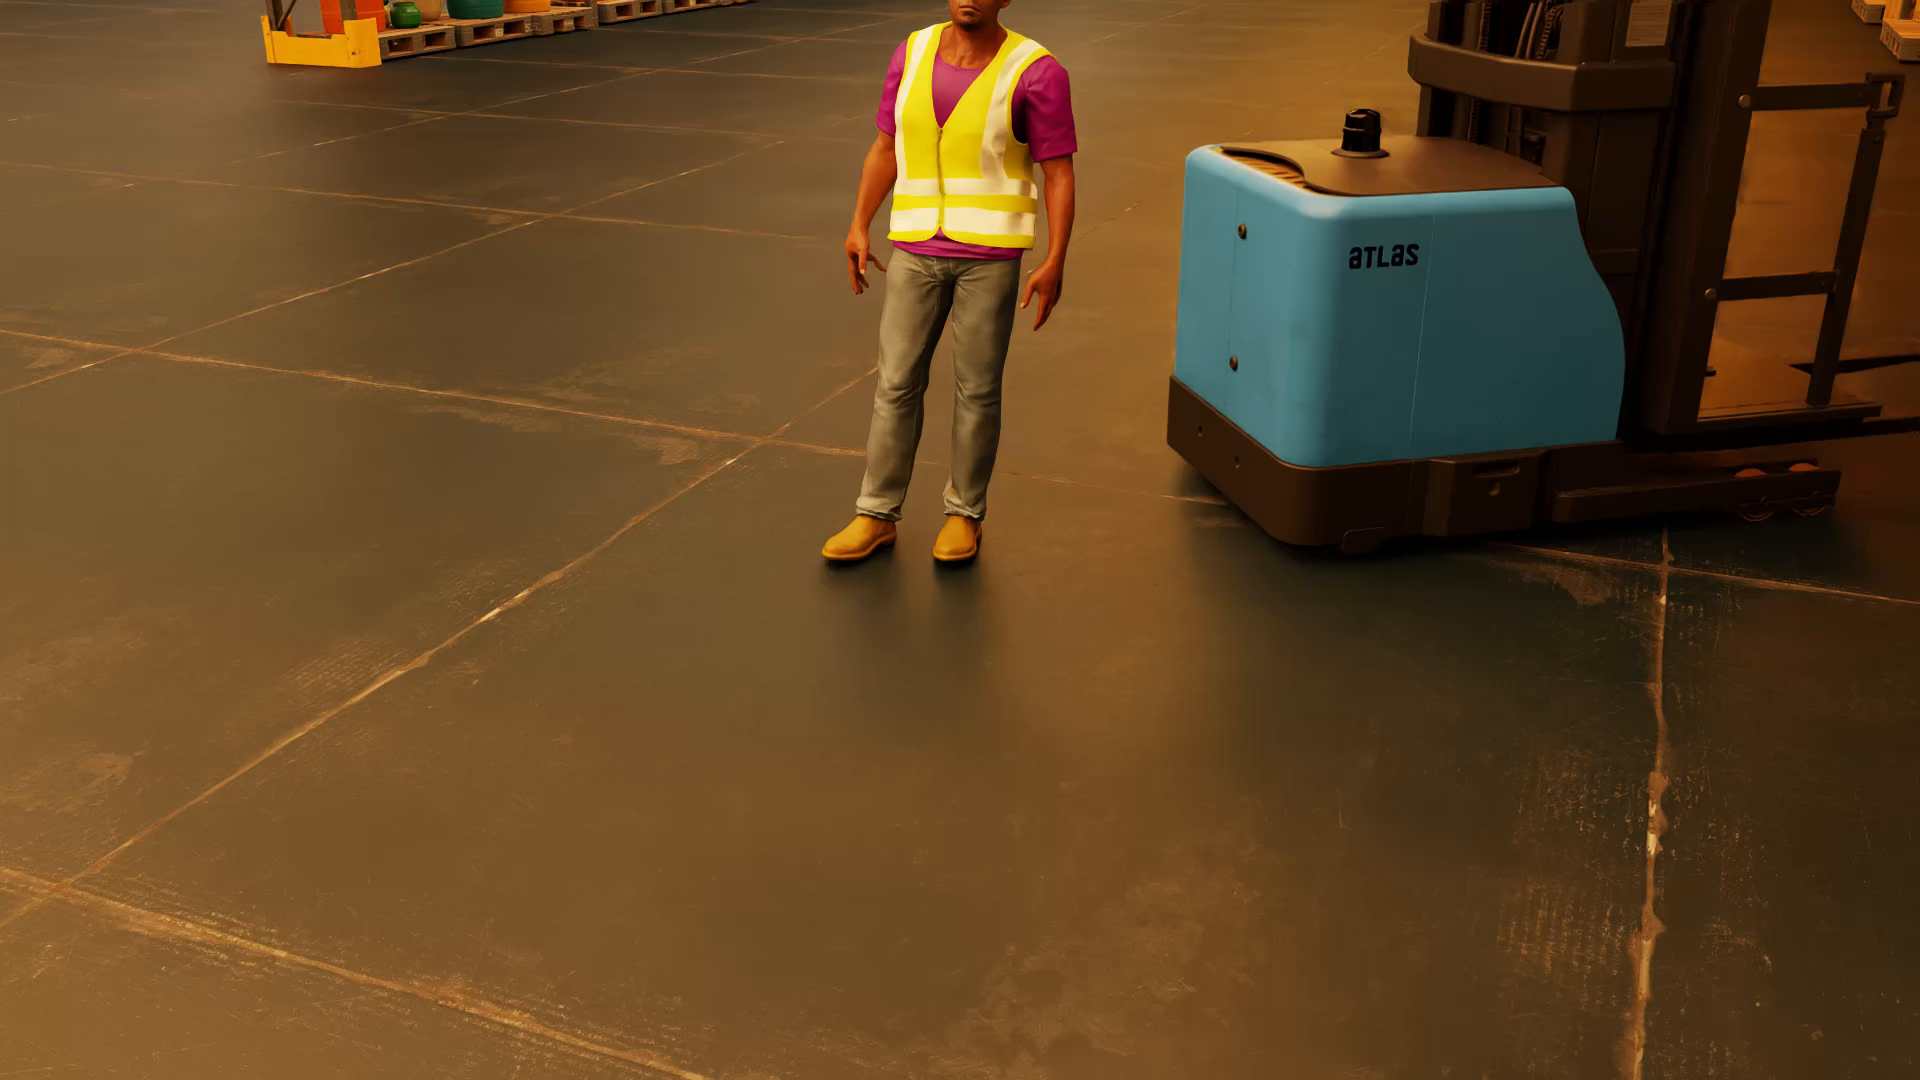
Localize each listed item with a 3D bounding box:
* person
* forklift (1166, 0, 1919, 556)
[{"bbox_3d":[-0.032,-0.798,4.692,0.665,1.766,0.576,9,24,21],"label":"person"},{"bbox_3d":[2.284,-1.600,5.121,3.031,2.935,1.130,-6,23,-13],"label":"forklift"}]
